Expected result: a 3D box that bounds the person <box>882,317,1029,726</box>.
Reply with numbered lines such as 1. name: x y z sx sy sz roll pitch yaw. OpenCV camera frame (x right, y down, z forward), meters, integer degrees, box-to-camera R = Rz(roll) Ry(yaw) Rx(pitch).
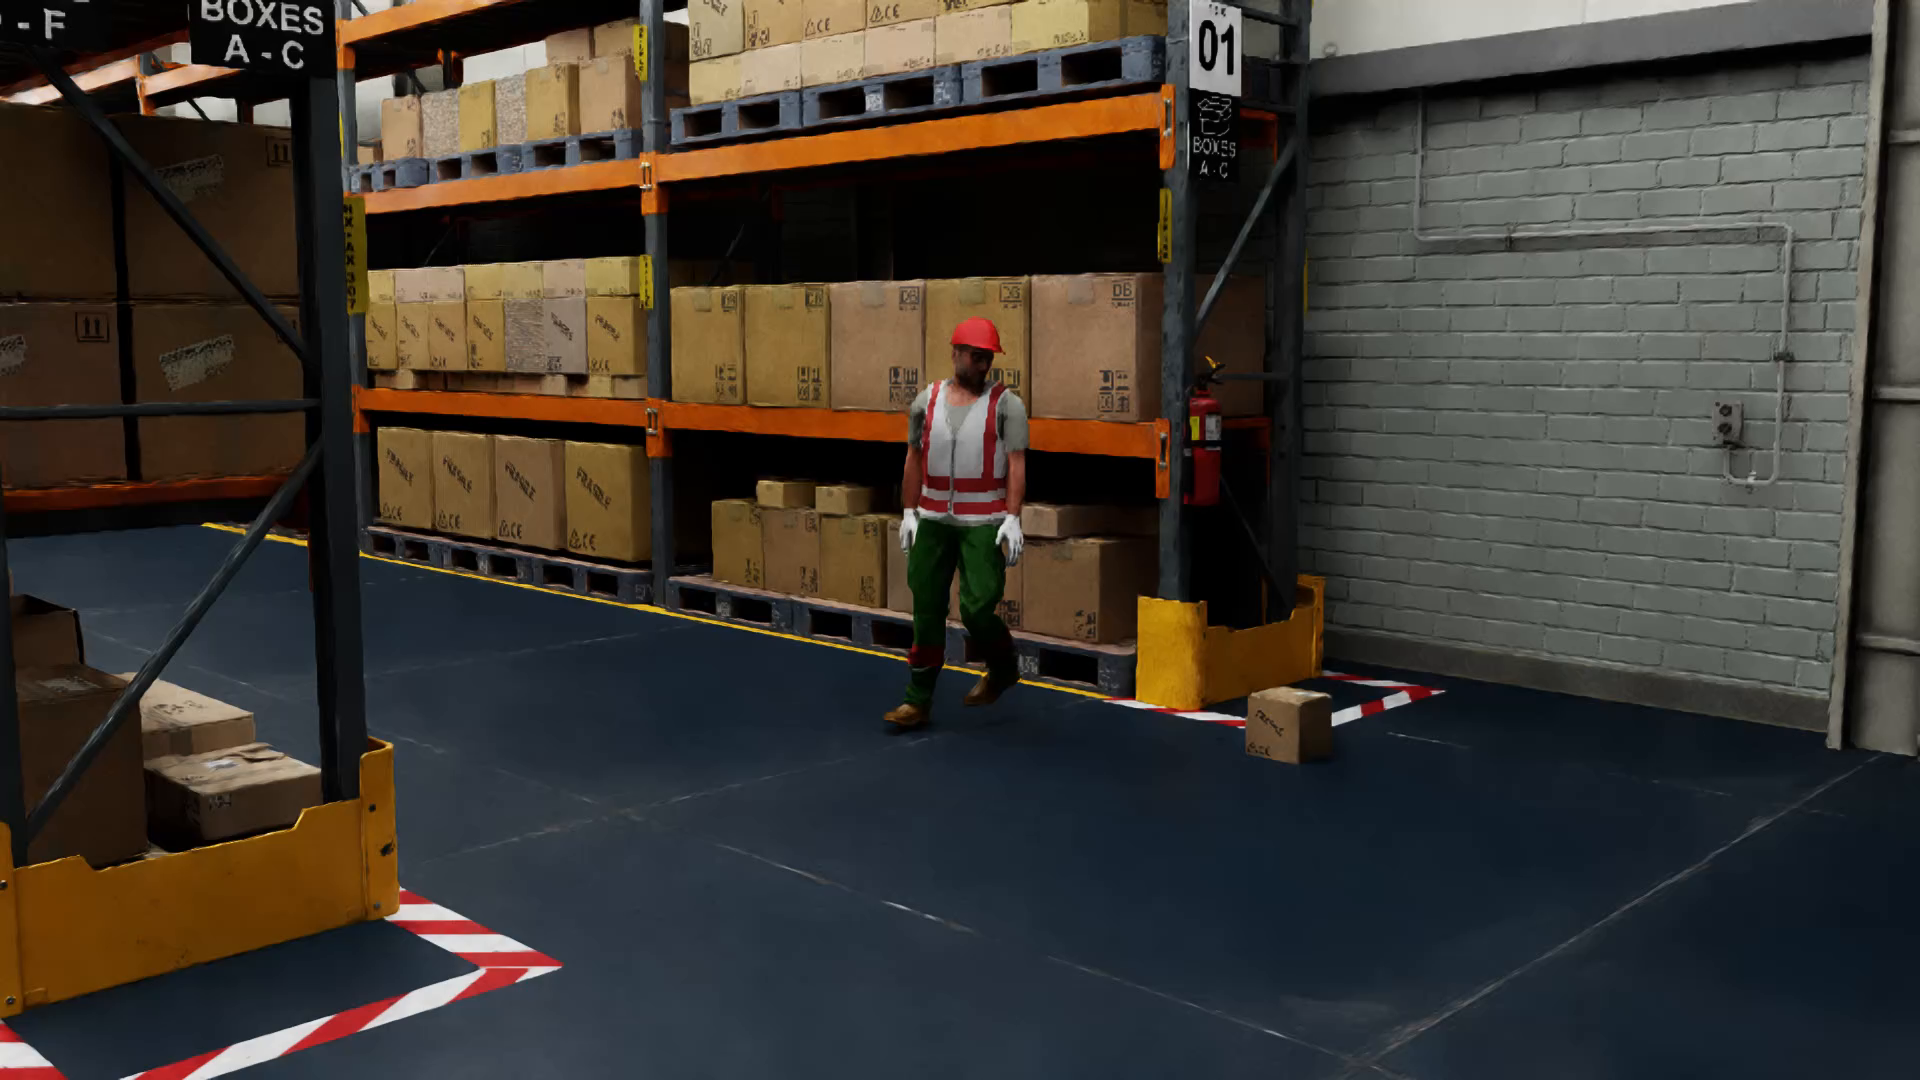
1. person: 0.015 -0.068 7.192 0.607 1.775 0.532 3 7 22
